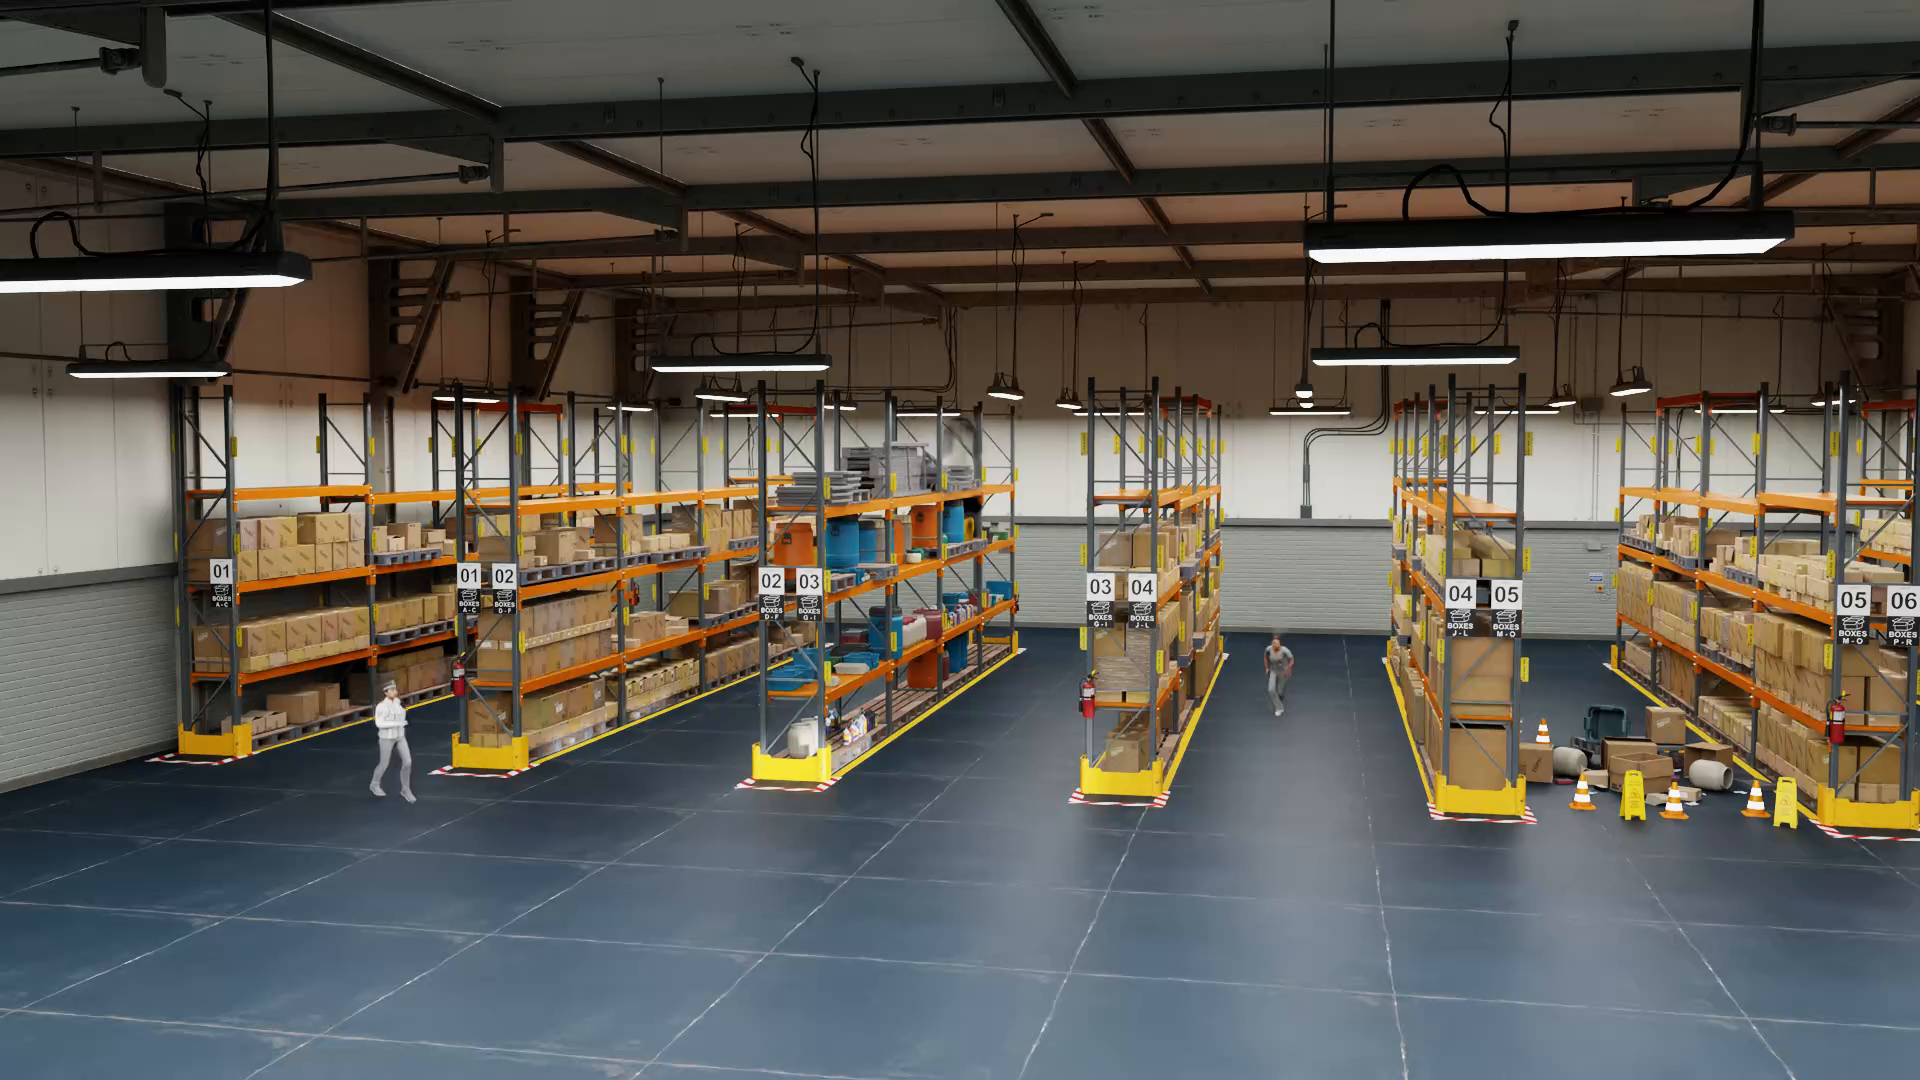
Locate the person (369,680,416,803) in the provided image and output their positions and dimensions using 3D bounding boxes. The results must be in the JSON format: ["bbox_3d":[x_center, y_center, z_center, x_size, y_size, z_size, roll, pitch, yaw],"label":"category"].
[{"bbox_3d":[-8.057,2.838,23.500,0.770,1.741,0.597,2,4,32],"label":"person"}]

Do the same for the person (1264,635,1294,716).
[{"bbox_3d":[6.012,2.512,31.226,0.574,1.524,0.934,1,3,22],"label":"person"}]
